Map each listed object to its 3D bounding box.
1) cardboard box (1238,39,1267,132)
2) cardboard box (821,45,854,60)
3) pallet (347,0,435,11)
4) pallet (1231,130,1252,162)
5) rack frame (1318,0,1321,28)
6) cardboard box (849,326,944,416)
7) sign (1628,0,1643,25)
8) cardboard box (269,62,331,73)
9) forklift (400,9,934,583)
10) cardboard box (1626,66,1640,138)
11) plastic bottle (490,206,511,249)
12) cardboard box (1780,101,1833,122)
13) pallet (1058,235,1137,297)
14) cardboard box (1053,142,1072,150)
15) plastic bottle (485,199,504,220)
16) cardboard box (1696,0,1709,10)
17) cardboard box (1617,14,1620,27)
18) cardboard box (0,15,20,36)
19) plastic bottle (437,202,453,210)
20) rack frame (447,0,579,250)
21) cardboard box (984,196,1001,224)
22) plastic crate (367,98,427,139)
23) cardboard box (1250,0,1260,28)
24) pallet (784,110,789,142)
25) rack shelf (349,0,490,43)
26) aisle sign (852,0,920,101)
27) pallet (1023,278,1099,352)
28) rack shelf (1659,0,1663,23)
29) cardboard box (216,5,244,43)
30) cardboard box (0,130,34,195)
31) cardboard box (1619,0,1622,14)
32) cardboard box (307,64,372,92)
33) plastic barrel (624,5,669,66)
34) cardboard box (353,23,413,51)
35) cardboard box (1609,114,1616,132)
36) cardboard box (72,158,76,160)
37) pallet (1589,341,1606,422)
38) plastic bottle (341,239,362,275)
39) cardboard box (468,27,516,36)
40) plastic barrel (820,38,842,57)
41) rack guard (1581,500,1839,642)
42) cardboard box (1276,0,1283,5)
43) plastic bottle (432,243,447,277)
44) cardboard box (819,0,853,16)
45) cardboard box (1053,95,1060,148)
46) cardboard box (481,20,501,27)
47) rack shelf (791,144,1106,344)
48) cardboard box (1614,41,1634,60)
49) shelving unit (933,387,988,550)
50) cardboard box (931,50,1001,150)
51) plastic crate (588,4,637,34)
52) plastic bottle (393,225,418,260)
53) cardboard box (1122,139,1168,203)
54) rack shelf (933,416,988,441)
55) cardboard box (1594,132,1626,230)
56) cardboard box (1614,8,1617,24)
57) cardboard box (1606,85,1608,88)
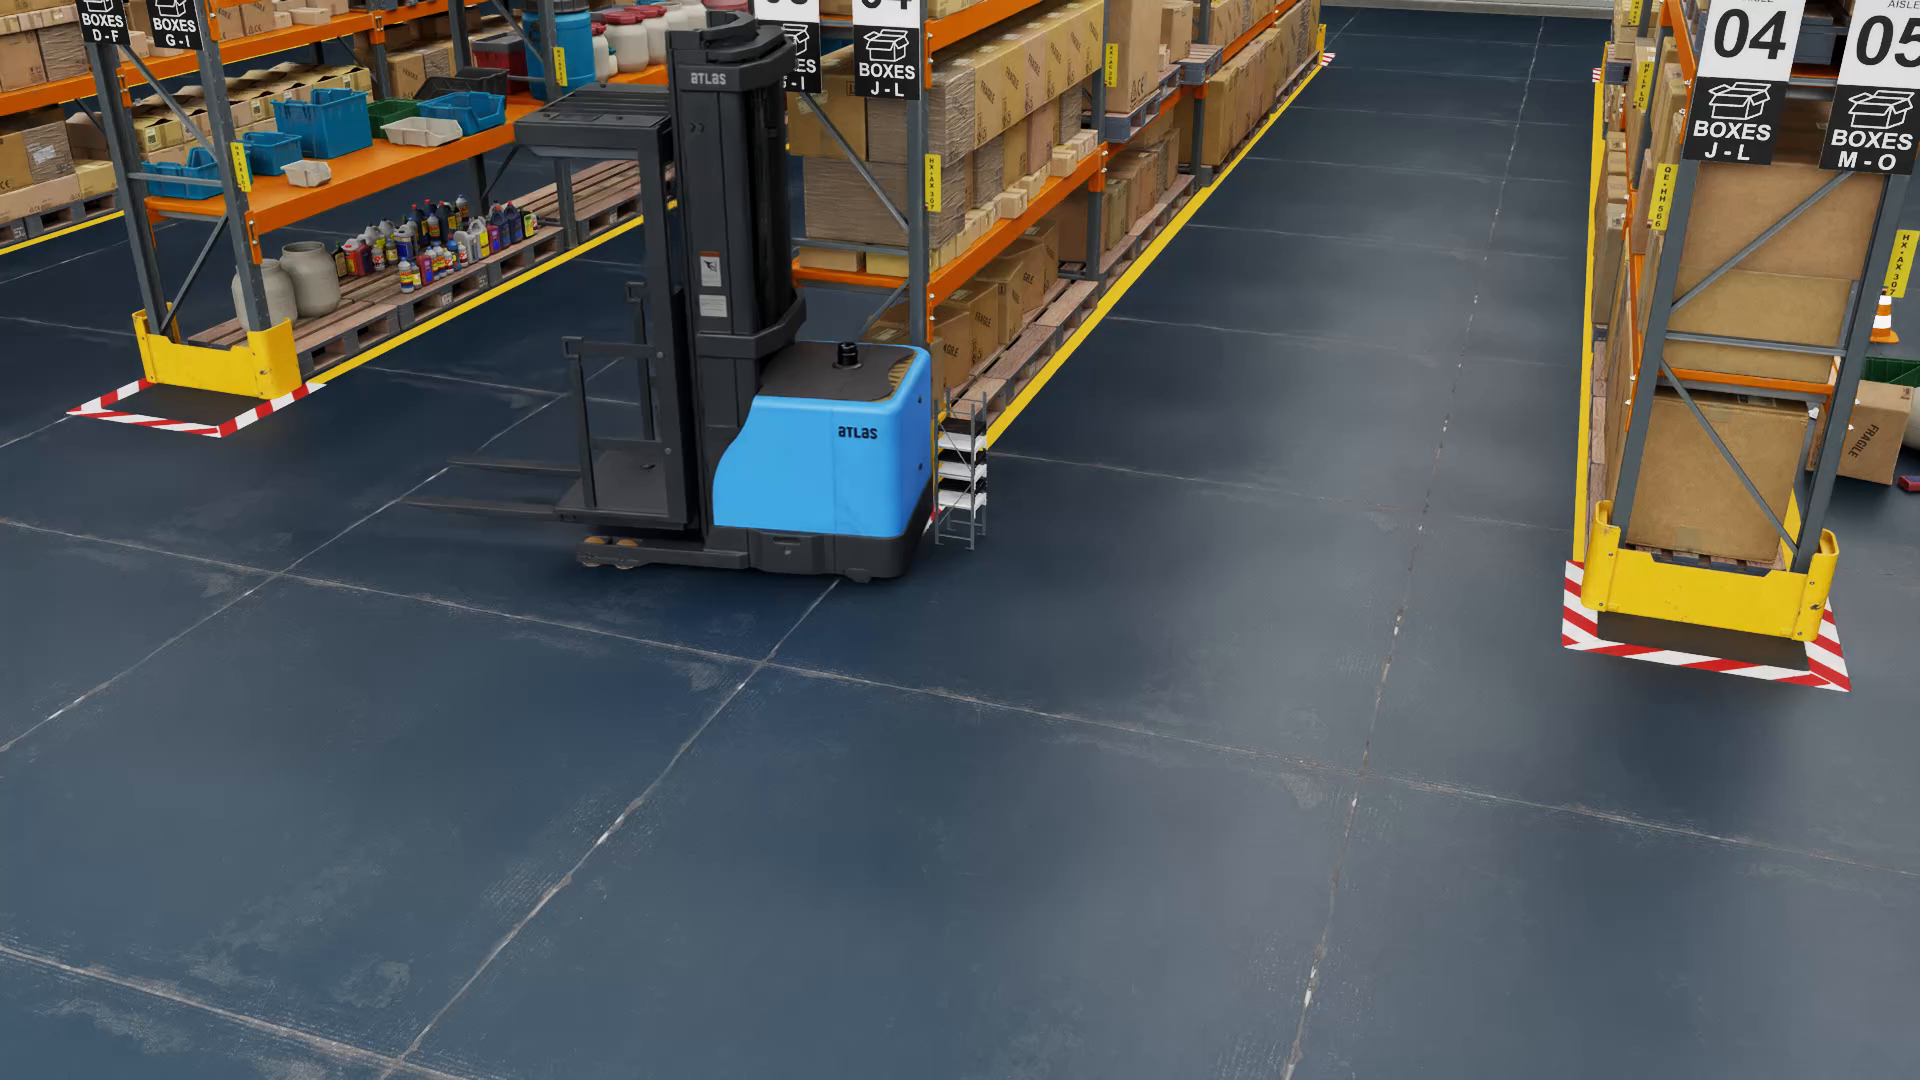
[{"bbox_3d":[2.832,-5.270,19.149,1.225,0.875,0.875,8,27,16],"label":"cardboard box"},{"bbox_3d":[-0.560,-2.836,10.563,0.500,0.500,0.500,9,27,17],"label":"cardboard box"},{"bbox_3d":[-7.189,-6.667,20.299,1.213,0.211,1.003,9,27,17],"label":"pallet"},{"bbox_3d":[2.733,-4.584,18.976,1.003,0.211,1.213,9,27,17],"label":"pallet"},{"bbox_3d":[4.654,-8.314,23.480,1.000,3.000,0.127,9,27,17],"label":"rack frame"},{"bbox_3d":[-0.447,-1.057,10.878,0.500,0.500,0.500,14,29,27],"label":"cardboard box"},{"bbox_3d":[6.120,-4.826,15.038,0.100,0.325,0.005,9,27,17],"label":"sign"},{"bbox_3d":[-7.800,-5.496,19.689,0.500,0.311,0.500,10,27,19],"label":"cardboard box"},{"bbox_3d":[-1.722,-1.373,9.223,3.031,2.935,1.130,4,26,9],"label":"forklift"},{"bbox_3d":[5.729,-3.545,13.514,0.500,0.500,0.500,8,27,17],"label":"cardboard box"},{"bbox_3d":[-4.016,-2.722,14.464,0.144,0.351,0.185,7,27,15],"label":"plastic bottle"},{"bbox_3d":[4.544,-2.129,9.293,0.875,0.550,0.550,9,27,17],"label":"cardboard box"},{"bbox_3d":[0.918,-2.448,14.564,1.003,0.211,1.213,9,27,17],"label":"pallet"},{"bbox_3d":[0.634,-2.944,12.676,0.380,0.149,0.250,9,27,17],"label":"cardboard box"},{"bbox_3d":[-4.089,-2.822,14.670,0.144,0.351,0.185,9,27,17],"label":"plastic bottle"},{"bbox_3d":[3.764,-2.635,8.000,0.380,0.149,0.250,9,27,17],"label":"cardboard box"},{"bbox_3d":[6.626,-5.066,16.236,0.380,0.149,0.250,9,27,18],"label":"cardboard box"},{"bbox_3d":[-8.824,-4.698,15.152,0.380,0.149,0.250,9,27,17],"label":"cardboard box"},{"bbox_3d":[-4.611,-2.869,14.855,0.152,0.276,0.135,10,27,19],"label":"plastic bottle"},{"bbox_3d":[-4.010,-4.101,14.779,1.000,3.000,0.127,9,27,17],"label":"rack frame"},{"bbox_3d":[0.059,-2.223,11.188,0.380,0.149,0.250,9,27,17],"label":"cardboard box"},{"bbox_3d":[-4.728,-3.489,13.757,0.450,0.188,0.662,9,27,17],"label":"plastic crate"},{"bbox_3d":[3.086,-6.066,18.721,0.500,0.500,0.500,8,27,17],"label":"cardboard box"},{"bbox_3d":[-2.456,-4.820,19.463,1.003,0.211,1.213,9,27,17],"label":"pallet"},{"bbox_3d":[-6.683,-6.963,21.515,1.077,0.370,4.000,9,27,17],"label":"rack shelf"},{"bbox_3d":[-0.408,-2.840,9.191,0.394,0.787,0.004,9,27,17],"label":"aisle sign"},{"bbox_3d":[0.470,-1.847,13.322,1.003,0.211,1.213,9,27,17],"label":"pallet"},{"bbox_3d":[5.970,-4.470,12.924,1.077,0.370,4.000,9,27,17],"label":"rack shelf"},{"bbox_3d":[-8.067,-5.602,17.763,0.500,0.500,0.500,9,27,18],"label":"cardboard box"},{"bbox_3d":[-8.968,-3.478,15.304,0.500,0.500,0.500,9,27,17],"label":"cardboard box"},{"bbox_3d":[6.624,-5.198,16.168,0.380,0.149,0.250,10,27,19],"label":"cardboard box"},{"bbox_3d":[-7.291,-5.418,19.528,0.500,0.311,0.500,9,27,19],"label":"cardboard box"},{"bbox_3d":[-3.097,-5.003,16.485,0.433,0.535,0.433,0,26,0],"label":"plastic barrel"},{"bbox_3d":[-7.244,-6.318,20.859,0.500,0.250,0.500,10,28,19],"label":"cardboard box"},{"bbox_3d":[6.945,-4.071,17.102,0.500,0.500,0.500,8,27,15],"label":"cardboard box"},{"bbox_3d":[-9.120,-3.626,16.470,0.500,0.250,0.500,9,27,17],"label":"cardboard box"},{"bbox_3d":[4.977,-1.066,11.709,1.003,0.211,1.213,9,27,17],"label":"pallet"},{"bbox_3d":[-5.034,-2.348,13.777,0.152,0.276,0.135,9,27,18],"label":"plastic bottle"},{"bbox_3d":[-6.251,-6.529,22.157,0.500,0.500,0.500,9,27,18],"label":"cardboard box"},{"bbox_3d":[-1.781,-6.121,20.877,0.600,0.901,0.708,9,27,17],"label":"plastic barrel"},{"bbox_3d":[3.965,0.156,8.853,1.175,0.500,0.348,9,27,17],"label":"rack guard"},{"bbox_3d":[3.735,-6.631,20.291,0.380,0.149,0.250,9,27,18],"label":"cardboard box"},{"bbox_3d":[-4.297,-2.309,13.704,0.097,0.271,0.097,0,26,0],"label":"plastic bottle"},{"bbox_3d":[-0.750,-3.257,9.764,0.500,0.250,0.500,9,27,19],"label":"cardboard box"},{"bbox_3d":[0.253,-3.186,12.431,0.875,0.500,0.500,9,27,17],"label":"cardboard box"},{"bbox_3d":[-6.576,-6.797,22.711,0.500,0.500,0.500,9,27,18],"label":"cardboard box"},{"bbox_3d":[-0.005,-2.237,11.754,1.077,0.370,4.000,9,27,17],"label":"rack shelf"},{"bbox_3d":[6.366,-4.611,15.638,0.380,0.149,0.250,9,27,18],"label":"cardboard box"},{"bbox_3d":[0.003,-0.408,9.561,0.258,0.900,0.210,9,27,17],"label":"shelving unit"},{"bbox_3d":[-0.058,-2.759,10.403,0.500,0.500,0.500,9,27,17],"label":"cardboard box"},{"bbox_3d":[-3.505,-5.154,16.880,0.402,0.464,0.583,9,27,17],"label":"plastic crate"},{"bbox_3d":[-4.726,-2.538,14.171,0.152,0.276,0.135,9,27,17],"label":"plastic bottle"},{"bbox_3d":[1.615,-3.592,16.090,0.700,0.500,0.500,6,27,13],"label":"cardboard box"},{"bbox_3d":[0.003,-0.621,9.458,0.258,0.077,0.200,9,27,17],"label":"rack shelf"},{"bbox_3d":[6.348,-3.205,15.028,1.050,0.750,0.750,8,27,17],"label":"cardboard box"},{"bbox_3d":[7.059,-5.466,17.404,0.380,0.149,0.250,8,27,15],"label":"cardboard box"},{"bbox_3d":[8.387,-5.771,21.016,0.380,0.149,0.250,7,27,15],"label":"cardboard box"}]
